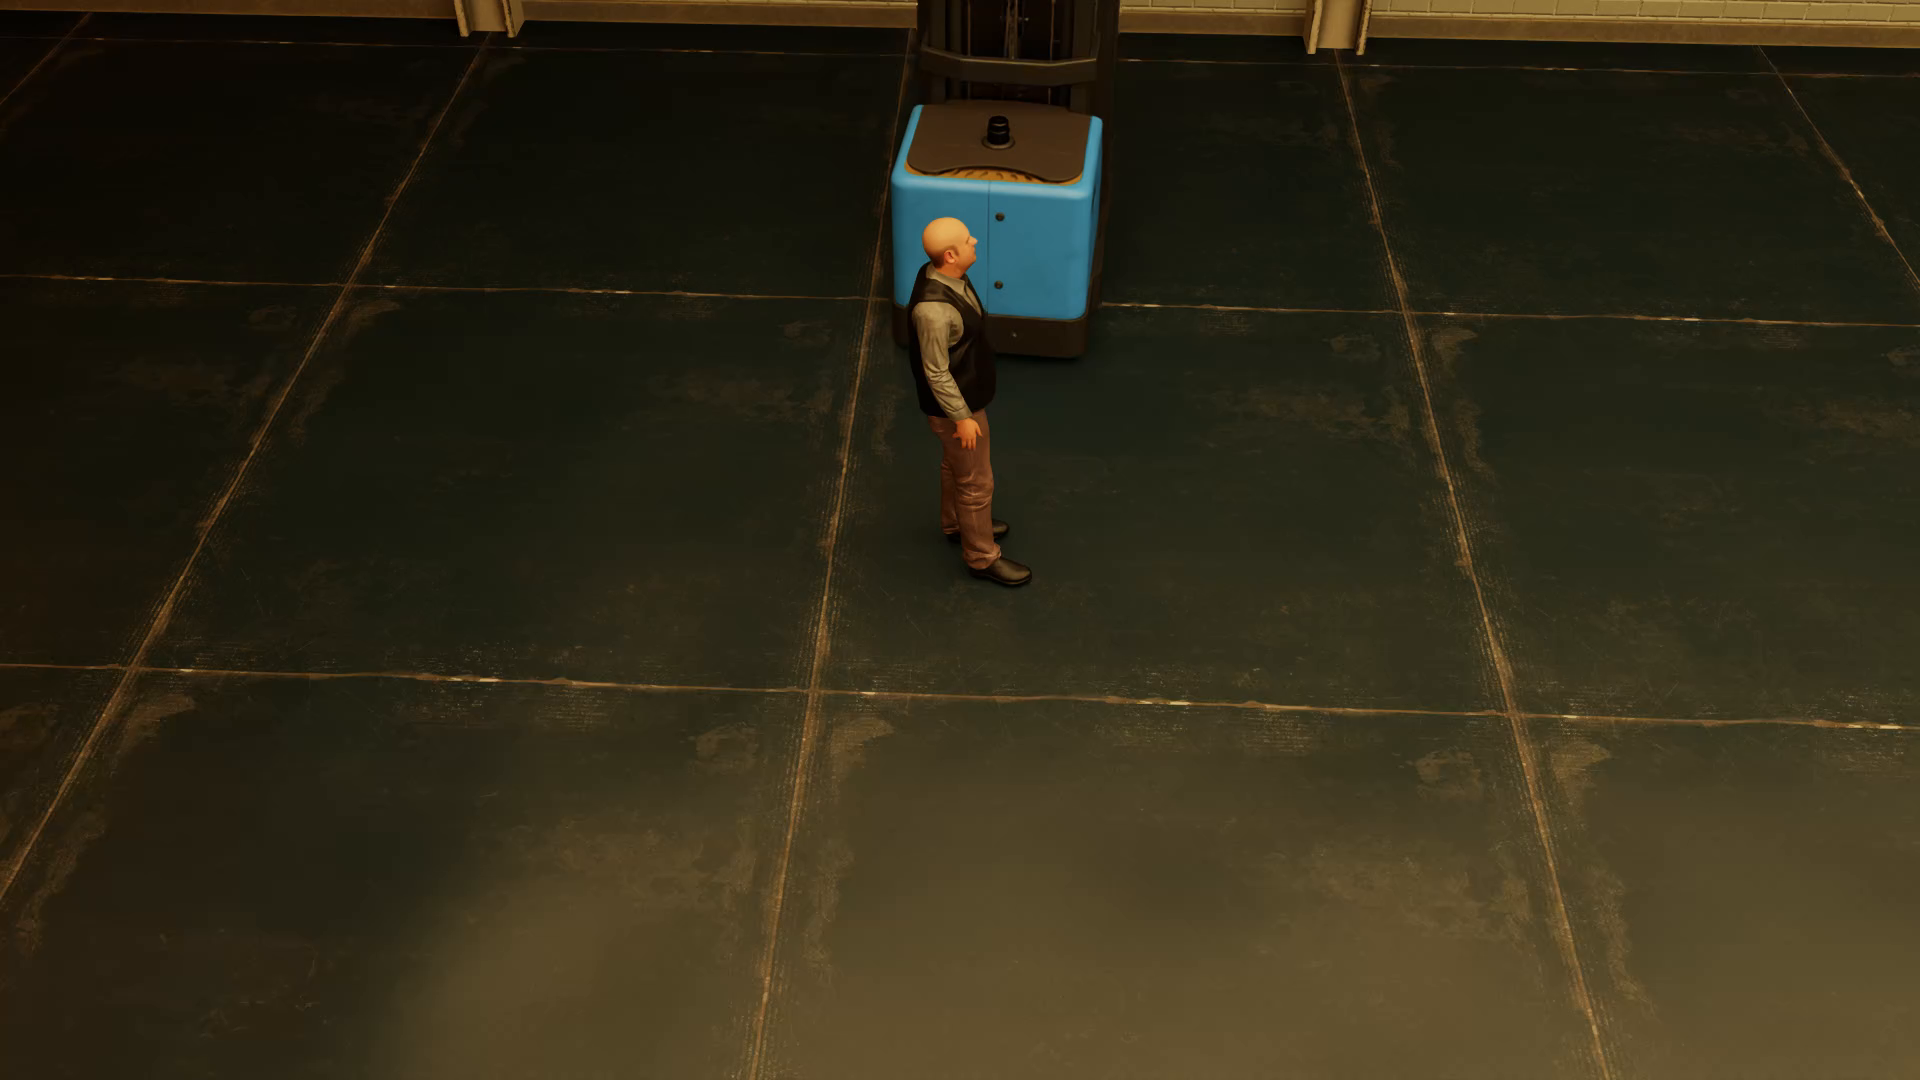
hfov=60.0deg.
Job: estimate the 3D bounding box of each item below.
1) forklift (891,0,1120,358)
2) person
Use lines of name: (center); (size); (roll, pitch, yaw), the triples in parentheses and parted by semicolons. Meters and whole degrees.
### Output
forklift: (0.344, -3.048, 9.081); (1.130, 2.935, 3.031); (5, 43, 6)
person: (0.062, -0.605, 7.350); (0.568, 1.641, 0.633); (2, 42, 2)
